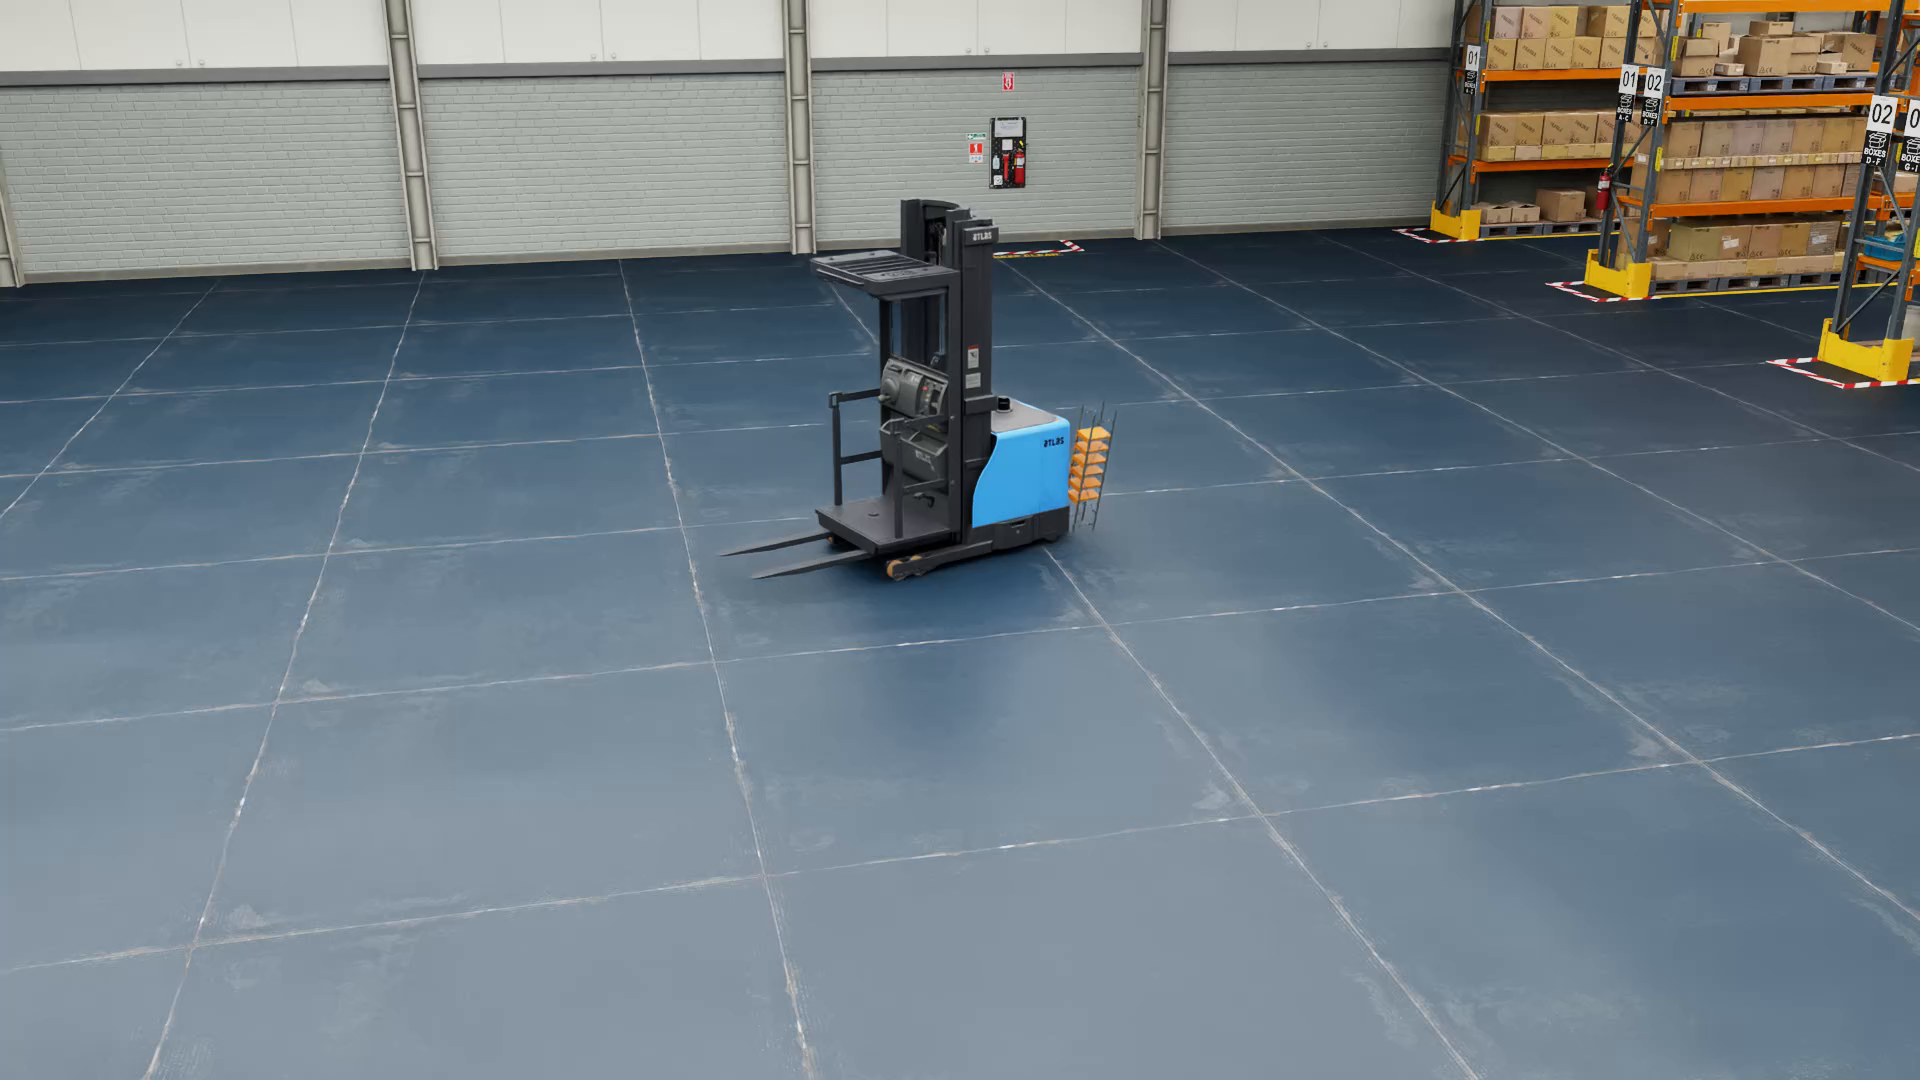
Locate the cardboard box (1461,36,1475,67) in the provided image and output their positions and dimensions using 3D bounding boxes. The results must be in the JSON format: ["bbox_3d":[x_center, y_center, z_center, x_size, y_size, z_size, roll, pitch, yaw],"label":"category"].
[{"bbox_3d":[8.948,-8.361,28.465,0.500,0.500,0.500,-3,20,-9],"label":"cardboard box"}]

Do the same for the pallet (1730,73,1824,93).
[{"bbox_3d":[11.627,-6.633,24.049,1.213,0.211,1.003,-5,21,-12],"label":"pallet"}]

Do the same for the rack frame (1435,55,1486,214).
[{"bbox_3d":[8.600,-6.778,28.680,0.127,3.000,1.000,-5,21,-12],"label":"rack frame"}]

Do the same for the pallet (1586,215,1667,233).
[{"bbox_3d":[11.847,-5.721,29.846,1.213,0.211,1.003,-5,21,-12],"label":"pallet"}]

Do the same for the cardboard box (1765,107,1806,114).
[{"bbox_3d":[14.723,-7.519,29.915,0.500,0.500,0.700,-5,21,-12],"label":"cardboard box"}]

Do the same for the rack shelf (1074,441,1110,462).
[{"bbox_3d":[1.137,-0.778,14.339,0.258,0.103,0.180,-11,36,-28],"label":"rack shelf"}]

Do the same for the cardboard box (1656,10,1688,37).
[{"bbox_3d":[12.068,-8.899,28.480,0.500,0.500,0.500,-6,21,-17],"label":"cardboard box"}]

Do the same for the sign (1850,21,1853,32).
[{"bbox_3d":[16.266,-9.286,30.299,0.005,0.325,0.100,-5,21,-12],"label":"sign"}]

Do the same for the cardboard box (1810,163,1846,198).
[{"bbox_3d":[12.694,-5.403,24.780,0.500,0.500,0.700,-5,21,-13],"label":"cardboard box"}]

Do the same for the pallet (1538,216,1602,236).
[{"bbox_3d":[10.658,-5.623,29.579,1.213,0.211,1.003,-5,21,-12],"label":"pallet"}]

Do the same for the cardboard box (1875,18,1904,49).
[{"bbox_3d":[16.835,-9.130,29.955,0.500,0.500,0.700,-6,21,-17],"label":"cardboard box"}]

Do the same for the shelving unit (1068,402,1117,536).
[{"bbox_3d":[1.113,-0.612,14.440,0.258,1.200,0.189,-11,36,-28],"label":"shelving unit"}]

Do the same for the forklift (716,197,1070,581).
[{"bbox_3d":[-0.553,-1.249,13.686,3.031,2.935,1.130,-13,24,-31],"label":"forklift"}]

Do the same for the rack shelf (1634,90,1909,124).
[{"bbox_3d":[11.690,-6.350,24.194,4.000,0.370,1.077,-5,21,-12],"label":"rack shelf"}]

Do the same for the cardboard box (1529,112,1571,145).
[{"bbox_3d":[10.121,-7.081,28.605,0.500,0.500,0.500,-5,21,-14],"label":"cardboard box"}]

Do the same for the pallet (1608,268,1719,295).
[{"bbox_3d":[10.478,-3.886,24.837,1.213,0.211,1.003,-5,21,-12],"label":"pallet"}]

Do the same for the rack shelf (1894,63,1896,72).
[{"bbox_3d":[18.332,-8.641,30.448,4.000,0.370,1.077,-5,21,-12],"label":"rack shelf"}]

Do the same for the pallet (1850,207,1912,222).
[{"bbox_3d":[17.170,-6.139,30.990,1.213,0.211,1.003,-5,21,-12],"label":"pallet"}]

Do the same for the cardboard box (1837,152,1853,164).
[{"bbox_3d":[12.926,-5.655,24.525,0.250,0.149,0.380,-5,21,-14],"label":"cardboard box"}]

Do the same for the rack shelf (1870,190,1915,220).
[{"bbox_3d":[15.583,-5.258,25.574,4.000,0.370,1.077,-5,21,-12],"label":"rack shelf"}]

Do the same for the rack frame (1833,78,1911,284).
[{"bbox_3d":[13.636,-5.437,25.018,0.127,3.000,1.000,-5,21,-12],"label":"rack frame"}]

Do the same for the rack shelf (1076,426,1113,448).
[{"bbox_3d":[1.152,-0.879,14.277,0.258,0.103,0.180,-11,36,-28],"label":"rack shelf"}]

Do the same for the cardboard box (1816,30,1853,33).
[{"bbox_3d":[15.632,-8.896,29.926,0.500,0.500,0.500,-5,21,-12],"label":"cardboard box"}]

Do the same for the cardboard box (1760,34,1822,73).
[{"bbox_3d":[12.005,-7.069,24.148,0.637,0.503,0.797,-2,20,-6],"label":"cardboard box"}]

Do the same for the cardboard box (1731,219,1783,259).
[{"bbox_3d":[11.777,-4.465,24.660,0.500,0.500,0.500,-5,21,-12],"label":"cardboard box"}]

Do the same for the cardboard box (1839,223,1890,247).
[{"bbox_3d":[13.964,-4.735,25.672,0.500,0.311,0.500,-5,21,-12],"label":"cardboard box"}]

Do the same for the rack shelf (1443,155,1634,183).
[{"bbox_3d":[10.546,-6.599,29.236,4.000,0.370,1.077,-5,21,-12],"label":"rack shelf"}]

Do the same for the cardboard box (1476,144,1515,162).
[{"bbox_3d":[9.148,-6.650,28.518,0.500,0.250,0.500,-5,21,-14],"label":"cardboard box"}]

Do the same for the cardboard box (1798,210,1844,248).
[{"bbox_3d":[13.113,-4.763,25.476,0.500,0.500,0.500,-5,21,-12],"label":"cardboard box"}]

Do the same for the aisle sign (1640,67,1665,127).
[{"bbox_3d":[9.750,-6.233,23.413,0.004,0.787,0.394,-5,21,-12],"label":"aisle sign"}]

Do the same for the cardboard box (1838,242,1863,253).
[{"bbox_3d":[13.973,-4.473,25.774,0.500,0.250,0.500,-5,21,-13],"label":"cardboard box"}]

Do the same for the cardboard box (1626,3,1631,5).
[{"bbox_3d":[11.950,-9.086,28.991,0.500,0.500,0.500,-4,21,-11],"label":"cardboard box"}]

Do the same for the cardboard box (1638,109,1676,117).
[{"bbox_3d":[12.104,-7.245,29.053,0.500,0.500,0.500,-5,21,-13],"label":"cardboard box"}]

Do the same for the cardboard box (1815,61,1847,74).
[{"bbox_3d":[12.525,-6.804,23.939,0.250,0.149,0.380,-5,21,-12],"label":"cardboard box"}]

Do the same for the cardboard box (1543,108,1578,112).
[{"bbox_3d":[10.494,-7.297,29.194,0.500,0.500,0.500,-4,21,-12],"label":"cardboard box"}]

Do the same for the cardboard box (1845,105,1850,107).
[{"bbox_3d":[16.057,-7.932,30.102,0.250,0.149,0.380,-7,21,-20],"label":"cardboard box"}]

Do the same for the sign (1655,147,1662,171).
[{"bbox_3d":[9.866,-5.378,23.483,0.005,0.325,0.100,-5,21,-12],"label":"sign"}]

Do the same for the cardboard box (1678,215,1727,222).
[{"bbox_3d":[11.167,-4.605,25.043,0.500,0.500,0.500,-5,21,-12],"label":"cardboard box"}]

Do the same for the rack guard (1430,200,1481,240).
[{"bbox_3d":[8.674,-5.611,29.126,0.348,0.500,1.175,-5,21,-12],"label":"rack guard"}]

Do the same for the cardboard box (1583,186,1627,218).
[{"bbox_3d":[11.492,-6.032,29.638,0.500,0.500,0.500,-6,21,-17],"label":"cardboard box"}]

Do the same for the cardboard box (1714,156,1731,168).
[{"bbox_3d":[10.921,-5.491,24.078,0.250,0.149,0.380,-5,21,-13],"label":"cardboard box"}]

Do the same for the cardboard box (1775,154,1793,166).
[{"bbox_3d":[11.927,-5.573,24.302,0.250,0.149,0.380,-4,20,-11],"label":"cardboard box"}]

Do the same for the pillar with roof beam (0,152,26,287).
[{"bbox_3d":[-13.283,-6.600,19.470,0.400,9.000,9.100,-5,21,-12],"label":"pillar with roof beam"}]

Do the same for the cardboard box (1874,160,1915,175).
[{"bbox_3d":[17.131,-6.614,30.745,0.750,0.750,0.750,-5,21,-13],"label":"cardboard box"}]

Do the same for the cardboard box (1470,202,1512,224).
[{"bbox_3d":[9.294,-5.747,29.134,0.500,0.311,0.500,-7,21,-19],"label":"cardboard box"}]

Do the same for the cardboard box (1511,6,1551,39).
[{"bbox_3d":[9.531,-8.685,27.895,0.500,0.500,0.500,-5,21,-13],"label":"cardboard box"}]

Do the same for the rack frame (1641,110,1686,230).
[{"bbox_3d":[12.493,-7.095,29.544,0.127,3.000,1.000,-5,21,-12],"label":"rack frame"}]

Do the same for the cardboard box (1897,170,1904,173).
[{"bbox_3d":[14.450,-5.505,25.399,0.258,0.266,0.396,-5,21,-14],"label":"cardboard box"}]

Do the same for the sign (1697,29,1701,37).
[{"bbox_3d":[12.625,-8.565,28.445,0.005,0.325,0.100,-5,21,-12],"label":"sign"}]

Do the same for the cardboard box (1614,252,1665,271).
[{"bbox_3d":[10.198,-4.168,24.941,0.500,0.250,0.500,-5,21,-12],"label":"cardboard box"}]

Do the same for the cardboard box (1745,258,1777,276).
[{"bbox_3d":[11.777,-4.113,24.790,0.500,0.250,0.500,-5,21,-12],"label":"cardboard box"}]

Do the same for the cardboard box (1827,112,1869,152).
[{"bbox_3d":[13.206,-6.056,24.676,0.500,0.500,0.700,-5,21,-12],"label":"cardboard box"}]

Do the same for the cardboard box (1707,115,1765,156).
[{"bbox_3d":[11.253,-5.897,24.243,0.500,0.500,0.700,-5,21,-12],"label":"cardboard box"}]

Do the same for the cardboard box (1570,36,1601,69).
[{"bbox_3d":[10.535,-8.309,28.322,0.500,0.500,0.500,-3,20,-9],"label":"cardboard box"}]

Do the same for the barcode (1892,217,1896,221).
[{"bbox_3d":[13.980,-4.802,24.882,0.075,0.075,0.001,-5,21,-12],"label":"barcode"}]

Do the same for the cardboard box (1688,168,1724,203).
[{"bbox_3d":[10.711,-5.243,24.344,0.500,0.500,0.700,-4,21,-11],"label":"cardboard box"}]

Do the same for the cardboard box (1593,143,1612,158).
[{"bbox_3d":[11.129,-6.813,28.964,0.500,0.250,0.500,-5,21,-13],"label":"cardboard box"}]
